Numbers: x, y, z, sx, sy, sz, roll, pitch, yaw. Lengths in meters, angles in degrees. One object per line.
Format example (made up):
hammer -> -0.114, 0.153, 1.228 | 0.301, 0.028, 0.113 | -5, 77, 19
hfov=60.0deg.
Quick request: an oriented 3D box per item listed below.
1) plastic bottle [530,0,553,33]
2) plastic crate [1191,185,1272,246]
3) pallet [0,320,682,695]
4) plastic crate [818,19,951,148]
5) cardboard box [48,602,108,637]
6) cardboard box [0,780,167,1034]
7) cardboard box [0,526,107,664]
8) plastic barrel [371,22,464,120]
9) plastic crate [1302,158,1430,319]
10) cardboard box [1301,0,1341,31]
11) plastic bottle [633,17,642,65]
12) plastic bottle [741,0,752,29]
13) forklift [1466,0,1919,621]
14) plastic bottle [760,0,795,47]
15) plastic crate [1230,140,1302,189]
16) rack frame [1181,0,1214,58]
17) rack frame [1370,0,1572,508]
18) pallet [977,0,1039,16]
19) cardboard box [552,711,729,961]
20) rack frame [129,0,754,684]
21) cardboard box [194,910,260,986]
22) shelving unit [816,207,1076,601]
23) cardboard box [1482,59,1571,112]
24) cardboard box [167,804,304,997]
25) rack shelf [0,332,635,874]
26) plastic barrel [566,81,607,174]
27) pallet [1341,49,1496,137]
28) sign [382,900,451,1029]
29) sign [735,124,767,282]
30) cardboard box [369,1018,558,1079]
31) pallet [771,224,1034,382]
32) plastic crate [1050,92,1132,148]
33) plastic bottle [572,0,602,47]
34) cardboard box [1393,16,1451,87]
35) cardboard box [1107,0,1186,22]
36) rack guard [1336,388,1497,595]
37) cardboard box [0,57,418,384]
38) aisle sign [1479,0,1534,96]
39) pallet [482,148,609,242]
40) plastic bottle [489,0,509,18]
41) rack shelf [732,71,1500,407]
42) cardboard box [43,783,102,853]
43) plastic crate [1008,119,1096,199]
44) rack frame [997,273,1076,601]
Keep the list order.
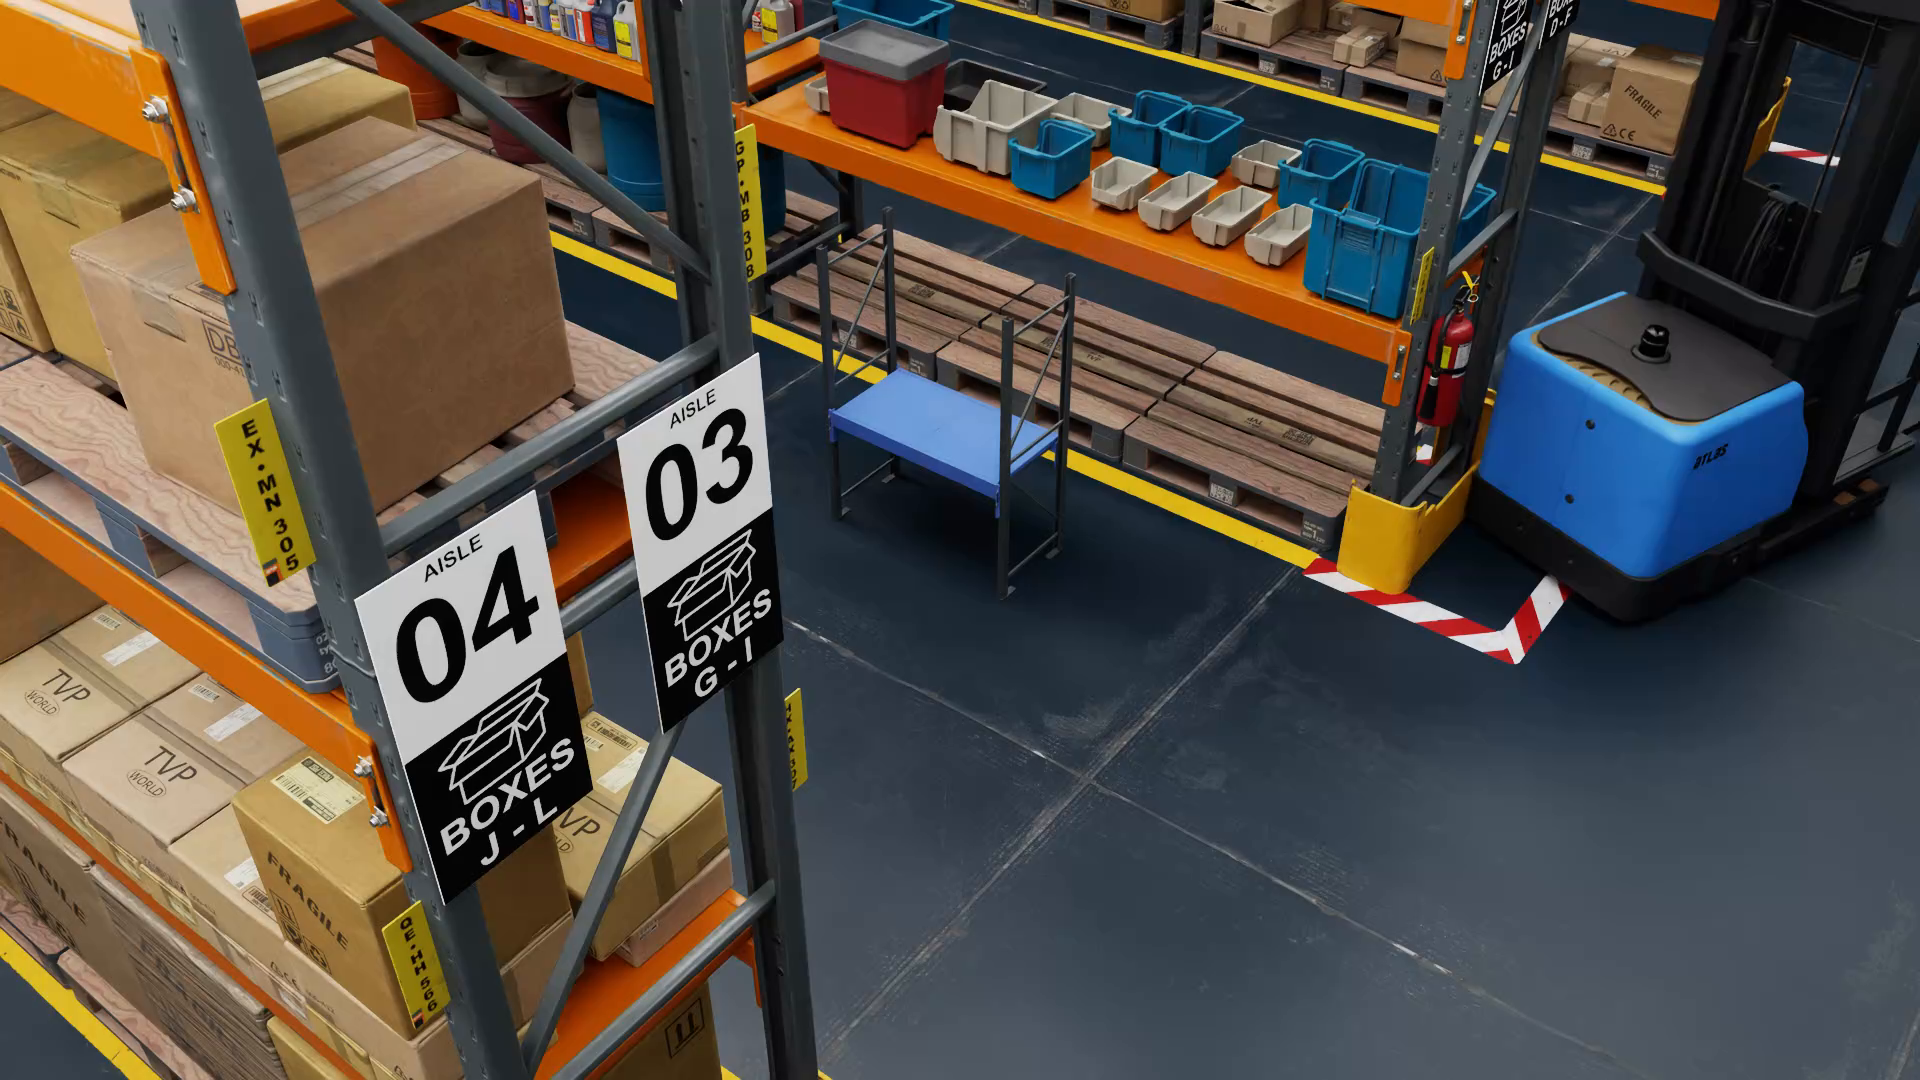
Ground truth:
plastic bottle -> -2.434, -3.162, 9.816 | 0.135, 0.276, 0.152 | 25, 45, 29
plastic crate -> 1.256, -1.512, 7.774 | 0.243, 0.136, 0.396 | 25, 45, 29
pallet -> -1.370, -0.254, 3.640 | 1.213, 0.211, 1.003 | 25, 45, 29
plastic crate -> -0.385, -2.350, 8.578 | 0.583, 0.464, 0.402 | 25, 45, 29
cardboard box -> -2.930, 0.293, 5.184 | 0.500, 0.250, 0.500 | 26, 45, 30
cardboard box -> -2.761, 0.962, 5.832 | 0.875, 0.875, 0.875 | 25, 45, 29
cardboard box -> -2.924, -0.001, 4.951 | 0.500, 0.500, 0.500 | 24, 44, 27
plastic barrel -> -3.721, -3.392, 11.430 | 0.708, 0.830, 0.600 | 25, 45, 29
plastic crate -> 1.856, -1.332, 7.301 | 0.499, 0.435, 0.616 | 25, 45, 29
cardboard box -> 2.695, -4.297, 12.837 | 0.500, 0.500, 0.500 | 25, 45, 29
plastic bottle -> -1.742, -2.836, 9.400 | 0.135, 0.276, 0.152 | 25, 45, 29
plastic bottle -> -1.260, -3.175, 9.837 | 0.097, 0.271, 0.097 | 0, 38, 0
forklift -> 4.002, -1.479, 7.622 | 3.031, 2.935, 1.130 | -22, 43, -25
plastic bottle -> -1.057, -3.045, 9.606 | 0.185, 0.351, 0.144 | 25, 45, 29
plastic crate -> 1.496, -1.848, 8.204 | 0.298, 0.136, 0.250 | 25, 45, 29
rack frame -> 2.070, -5.182, 12.297 | 0.127, 3.000, 1.000 | 25, 45, 29
rack frame -> 2.235, -1.260, 7.287 | 0.127, 3.000, 1.000 | 25, 45, 29
pallet -> 0.428, -4.827, 14.105 | 1.213, 0.211, 1.003 | 25, 45, 29
cardboard box -> -0.991, 0.795, 4.542 | 0.500, 0.250, 0.500 | 24, 44, 27
rack frame -> -0.774, -1.197, 2.340 | 0.127, 3.000, 1.000 | 25, 45, 29
cardboard box -> -1.862, 1.006, 4.596 | 0.250, 0.149, 0.380 | 26, 45, 29
shelving unit -> -0.068, -0.622, 7.689 | 1.048, 1.500, 0.538 | 25, 45, 29
cardboard box -> 3.929, -3.228, 11.675 | 0.500, 0.250, 0.500 | 25, 45, 29
cardboard box -> -1.723, 0.865, 4.453 | 0.500, 0.250, 0.500 | 24, 44, 28
rack shelf -> -2.363, -0.482, 4.443 | 4.000, 0.370, 1.077 | 25, 45, 29
plastic barrel -> -2.321, -2.677, 10.774 | 0.421, 0.512, 0.421 | 0, 38, 0
pallet -> 3.588, -3.370, 12.244 | 1.213, 0.211, 1.003 | 25, 45, 29
sign -> -1.115, 0.876, 3.427 | 0.005, 0.325, 0.100 | 25, 45, 29
sign -> -0.432, -0.661, 3.315 | 0.005, 0.325, 0.100 | 25, 45, 29
cardboard box -> -1.257, 1.292, 4.231 | 0.250, 0.149, 0.380 | 26, 45, 29
pallet -> -0.335, -1.404, 9.733 | 1.213, 0.211, 1.003 | 25, 45, 29
plastic crate -> 0.624, -2.173, 8.618 | 0.466, 0.136, 0.293 | 25, 45, 29
plastic bottle -> -2.142, -3.024, 9.641 | 0.135, 0.276, 0.152 | 25, 45, 29
cardboard box -> 3.565, -3.672, 12.035 | 0.637, 0.503, 0.797 | 25, 45, 29
cardboard box -> 1.504, -4.416, 12.988 | 0.500, 0.500, 0.500 | 25, 44, 28
rack guard -> 2.262, -0.273, 8.054 | 0.348, 0.500, 1.175 | 25, 45, 29
cardboard box -> -1.593, -0.698, 3.633 | 0.500, 0.500, 0.700 | 24, 44, 27
aisle sign -> 2.114, -2.113, 6.268 | 0.004, 0.787, 0.394 | 25, 45, 29
pallet -> -2.503, -2.426, 11.039 | 1.213, 0.211, 1.003 | 25, 45, 29
plastic bottle -> -2.746, -3.335, 9.978 | 0.185, 0.351, 0.144 | 25, 45, 29
rack shelf -> 0.646, -1.726, 8.466 | 4.000, 0.370, 1.077 | 25, 45, 29
cardboard box -> -2.471, 0.719, 4.963 | 0.250, 0.149, 0.380 | 26, 45, 29
plastic crate -> 0.448, -1.862, 8.142 | 0.300, 0.233, 0.416 | 25, 45, 29
rack frame -> 0.336, -0.432, 7.446 | 0.032, 1.500, 0.500 | 25, 45, 29
